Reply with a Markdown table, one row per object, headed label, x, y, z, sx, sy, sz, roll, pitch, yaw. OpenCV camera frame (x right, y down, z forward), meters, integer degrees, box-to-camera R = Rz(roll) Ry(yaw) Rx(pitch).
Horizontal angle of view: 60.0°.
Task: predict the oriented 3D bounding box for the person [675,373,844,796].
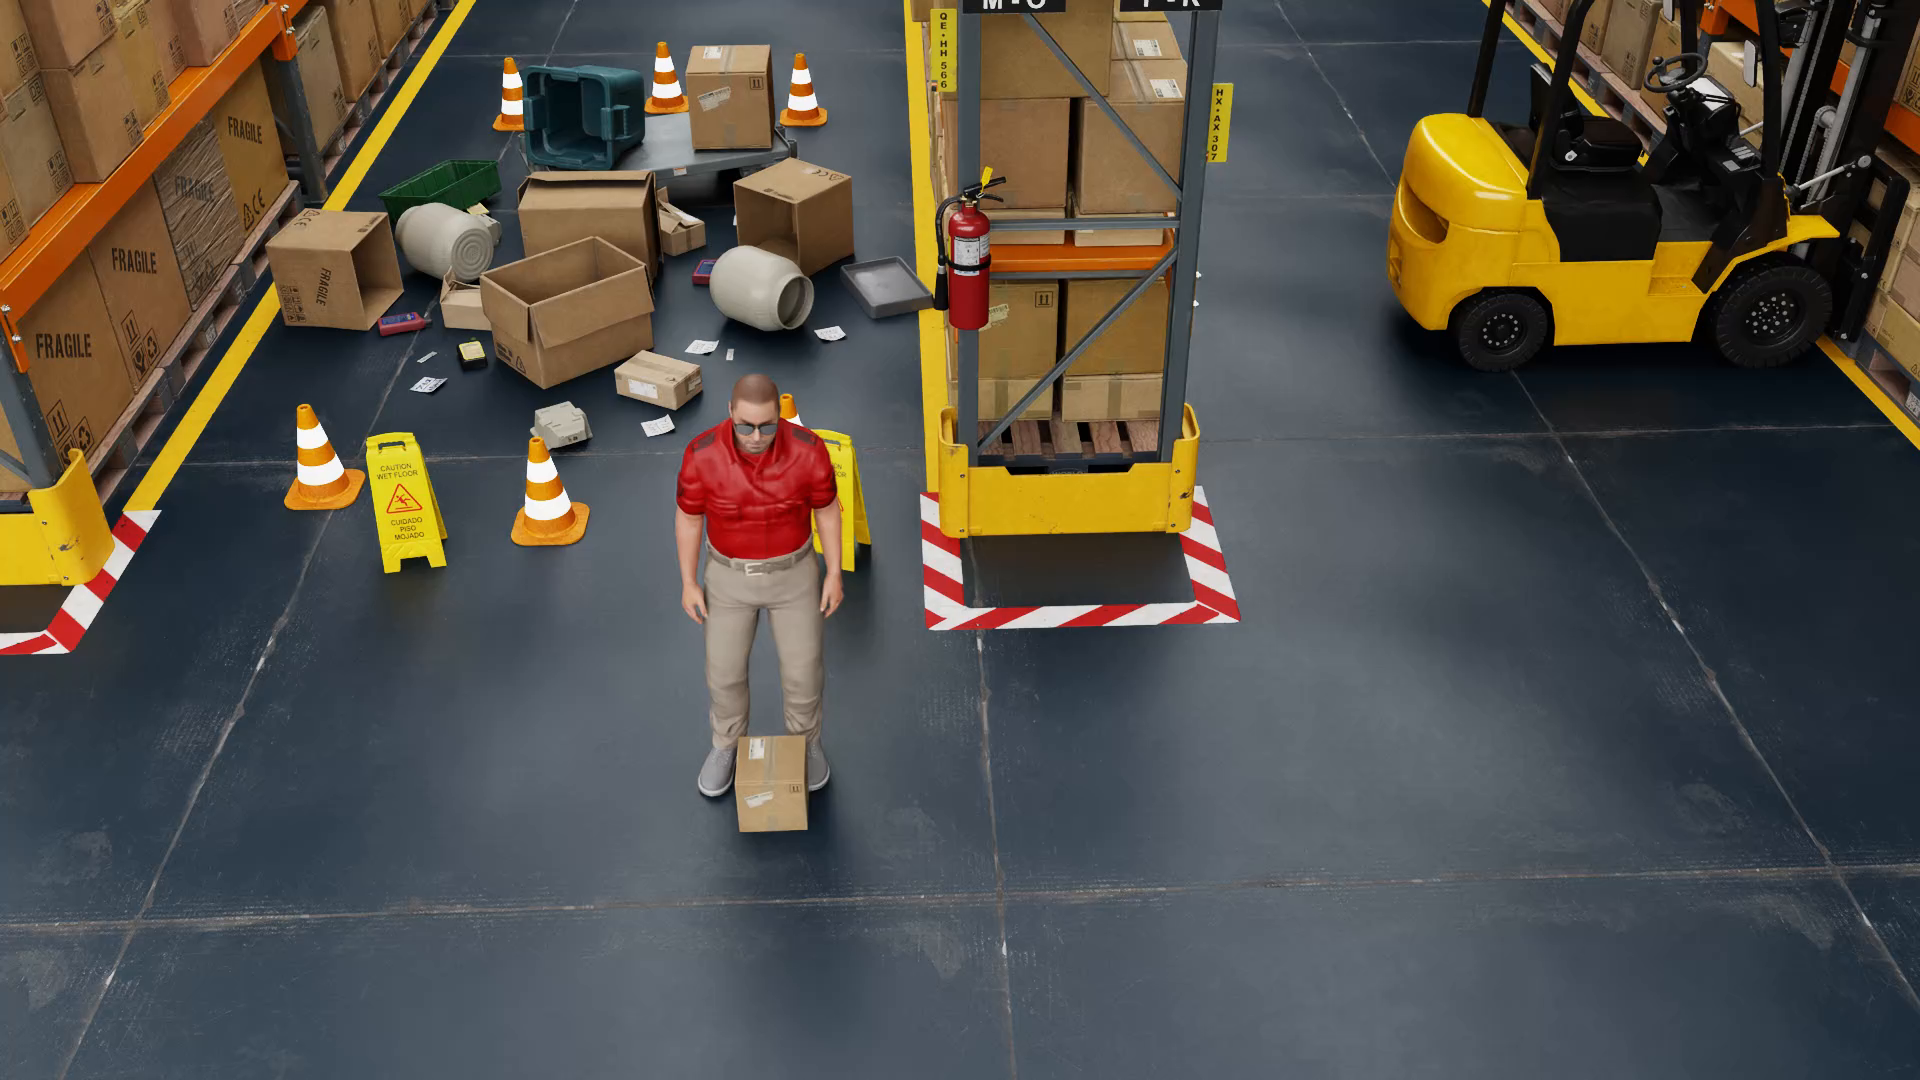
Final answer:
| label | x | y | z | sx | sy | sz | roll | pitch | yaw |
| --- | --- | --- | --- | --- | --- | --- | --- | --- | --- |
| person | -0.709 | 0.149 | 5.945 | 0.597 | 1.725 | 0.393 | -3 | 35 | -5 |
